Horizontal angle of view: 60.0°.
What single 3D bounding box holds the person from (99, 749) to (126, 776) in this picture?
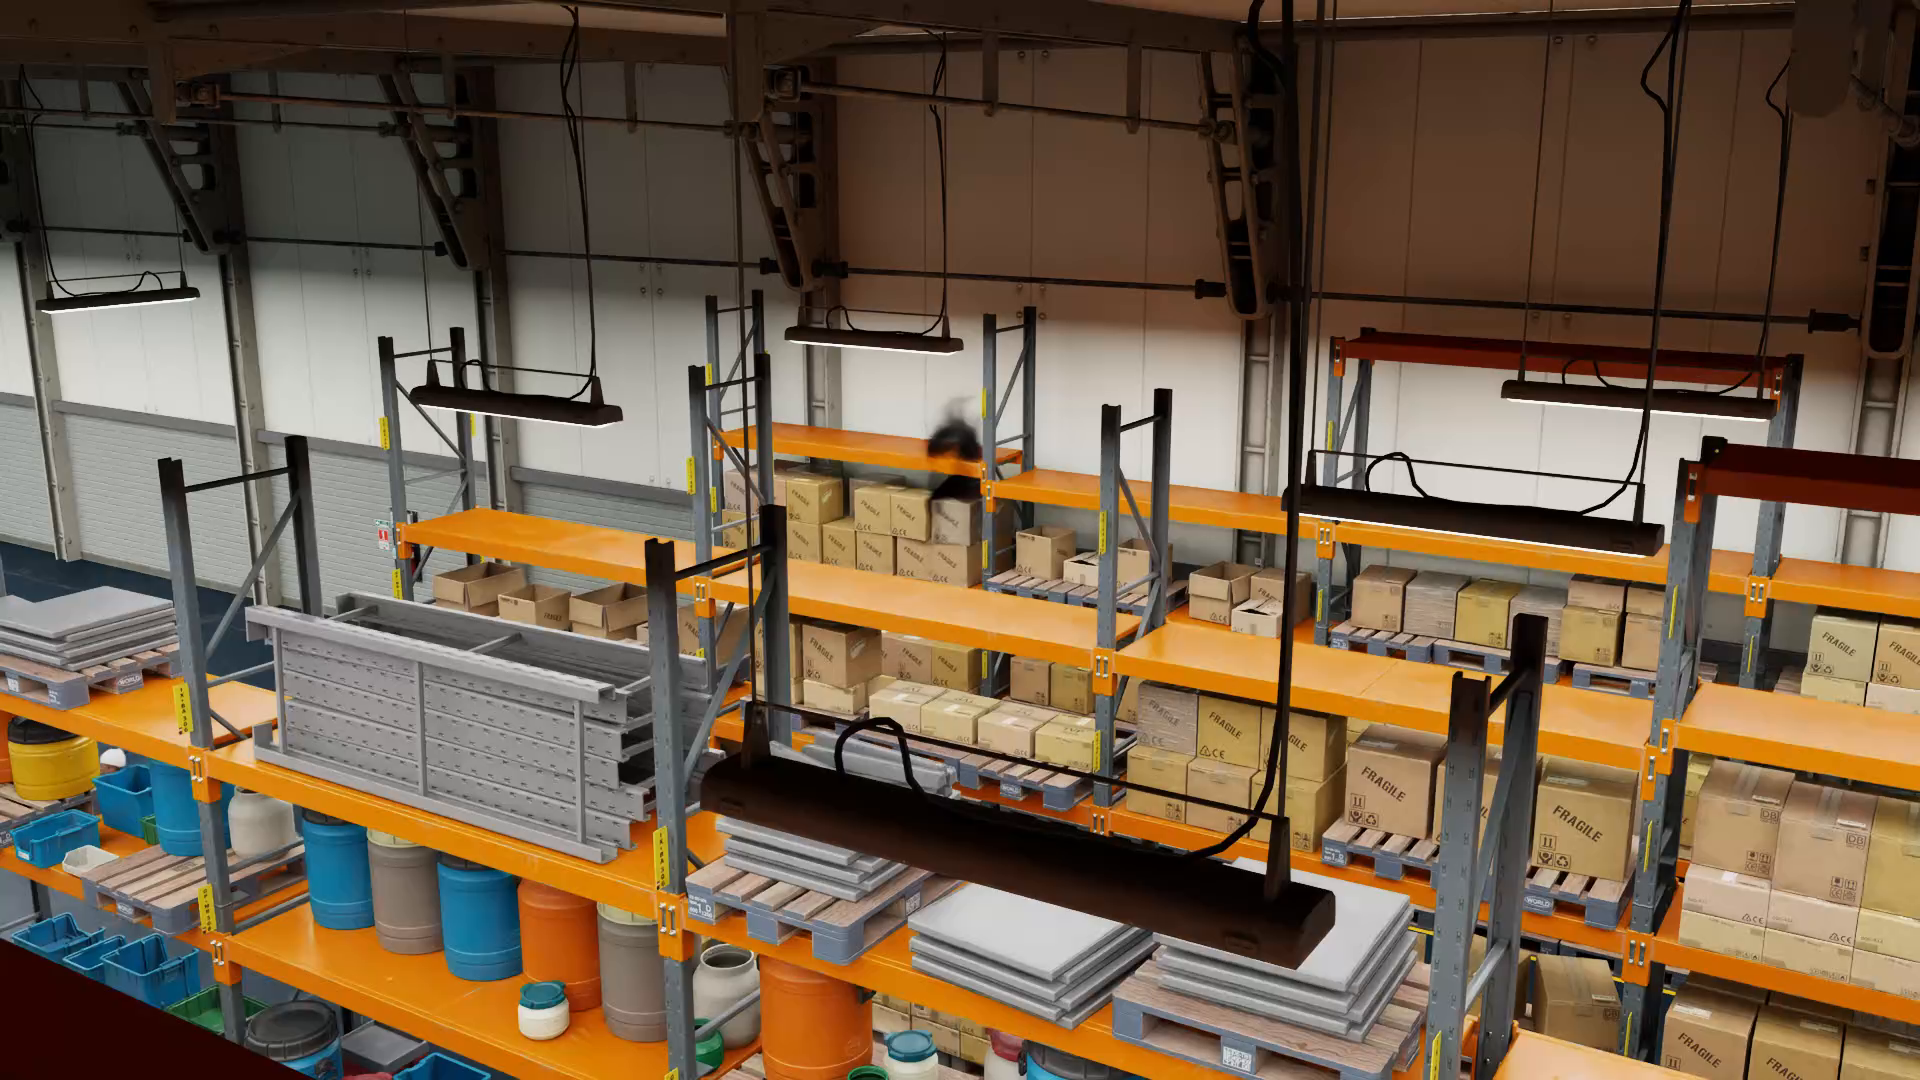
[{"bbox_3d":[-8.795,3.035,17.352,0.667,1.770,0.659,-8,16,-28],"label":"person"}]
